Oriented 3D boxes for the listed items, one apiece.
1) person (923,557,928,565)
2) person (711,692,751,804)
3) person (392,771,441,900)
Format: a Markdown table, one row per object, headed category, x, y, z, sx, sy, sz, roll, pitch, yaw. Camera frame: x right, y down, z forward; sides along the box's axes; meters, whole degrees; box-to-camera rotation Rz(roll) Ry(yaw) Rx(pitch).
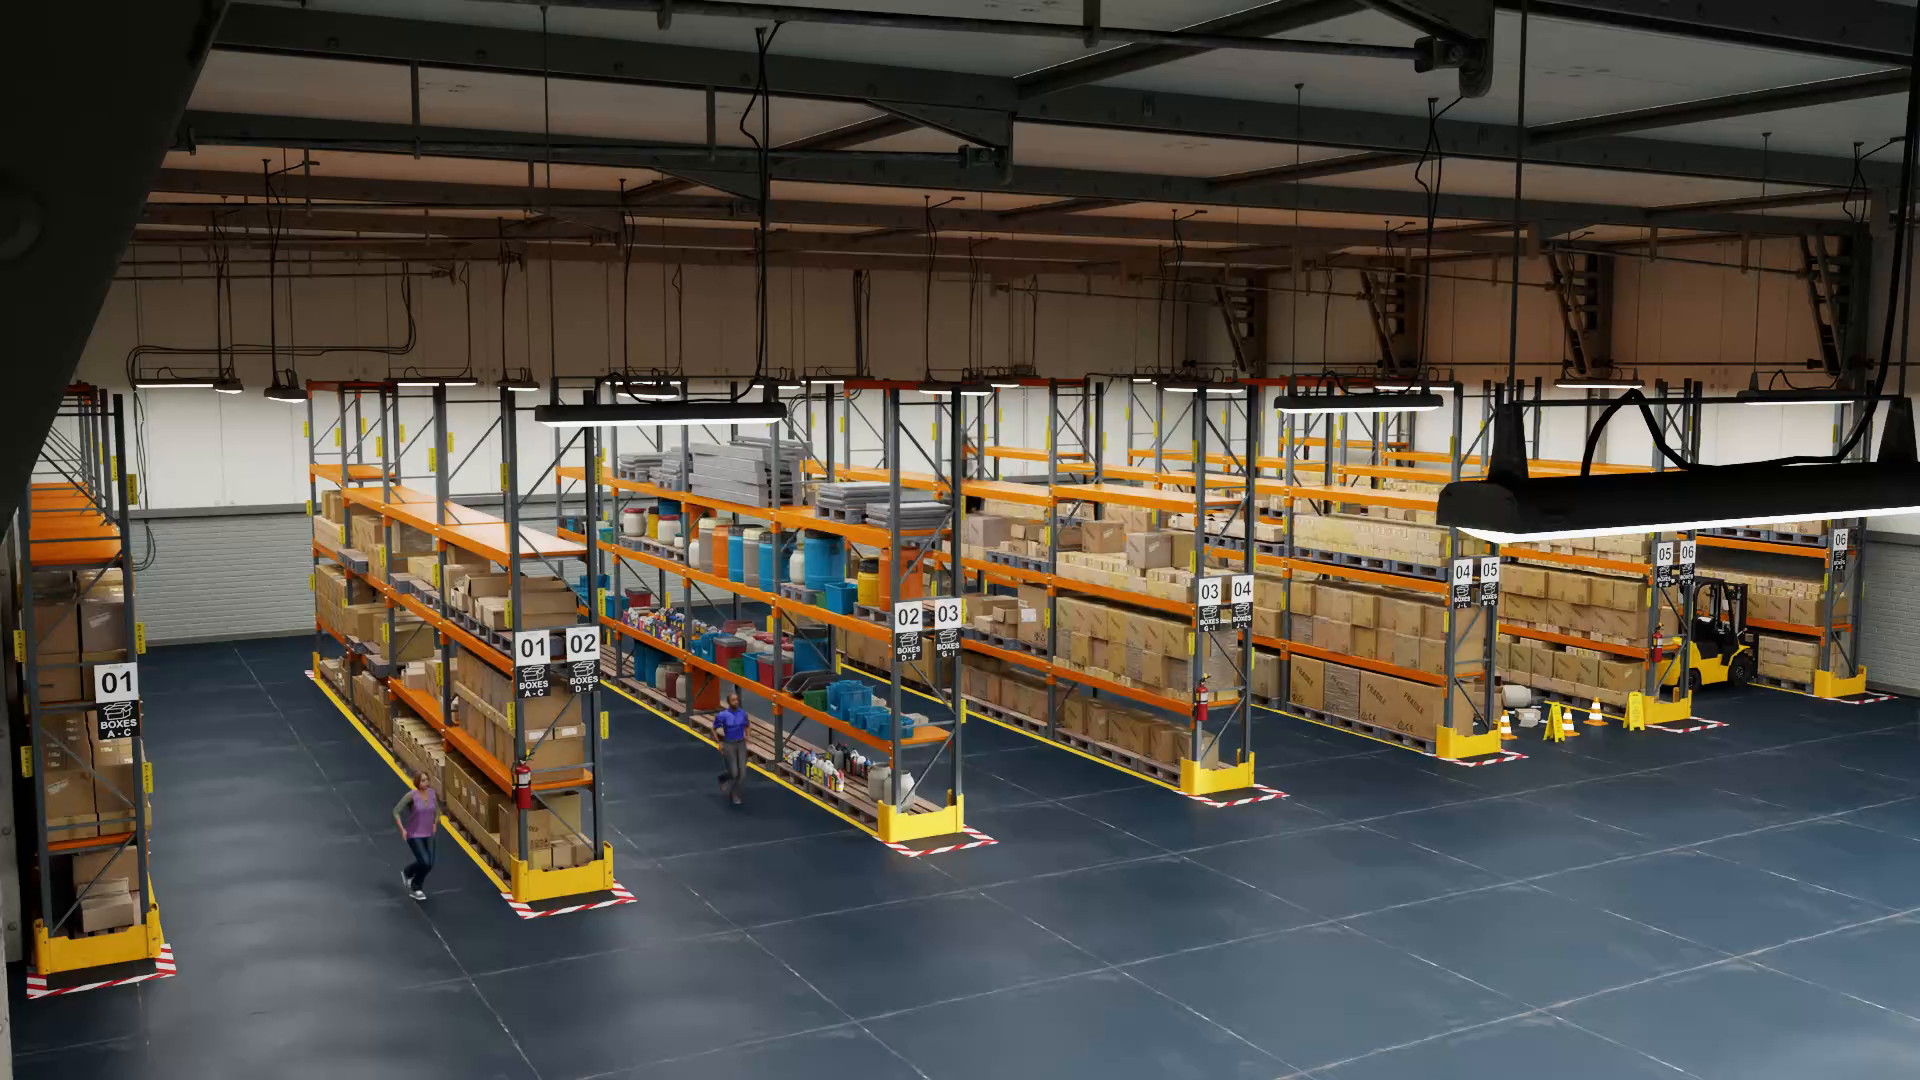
| category | x | y | z | sx | sy | sz | roll | pitch | yaw |
| --- | --- | --- | --- | --- | --- | --- | --- | --- | --- |
| person | -1.175 | 1.108 | 41.107 | 0.793 | 1.736 | 0.788 | -5 | 8 | -39 |
| person | -3.263 | 2.990 | 23.964 | 0.588 | 1.606 | 0.563 | -4 | 7 | -33 |
| person | -6.345 | 3.485 | 19.590 | 0.521 | 1.540 | 0.527 | 5 | 8 | 38 |
